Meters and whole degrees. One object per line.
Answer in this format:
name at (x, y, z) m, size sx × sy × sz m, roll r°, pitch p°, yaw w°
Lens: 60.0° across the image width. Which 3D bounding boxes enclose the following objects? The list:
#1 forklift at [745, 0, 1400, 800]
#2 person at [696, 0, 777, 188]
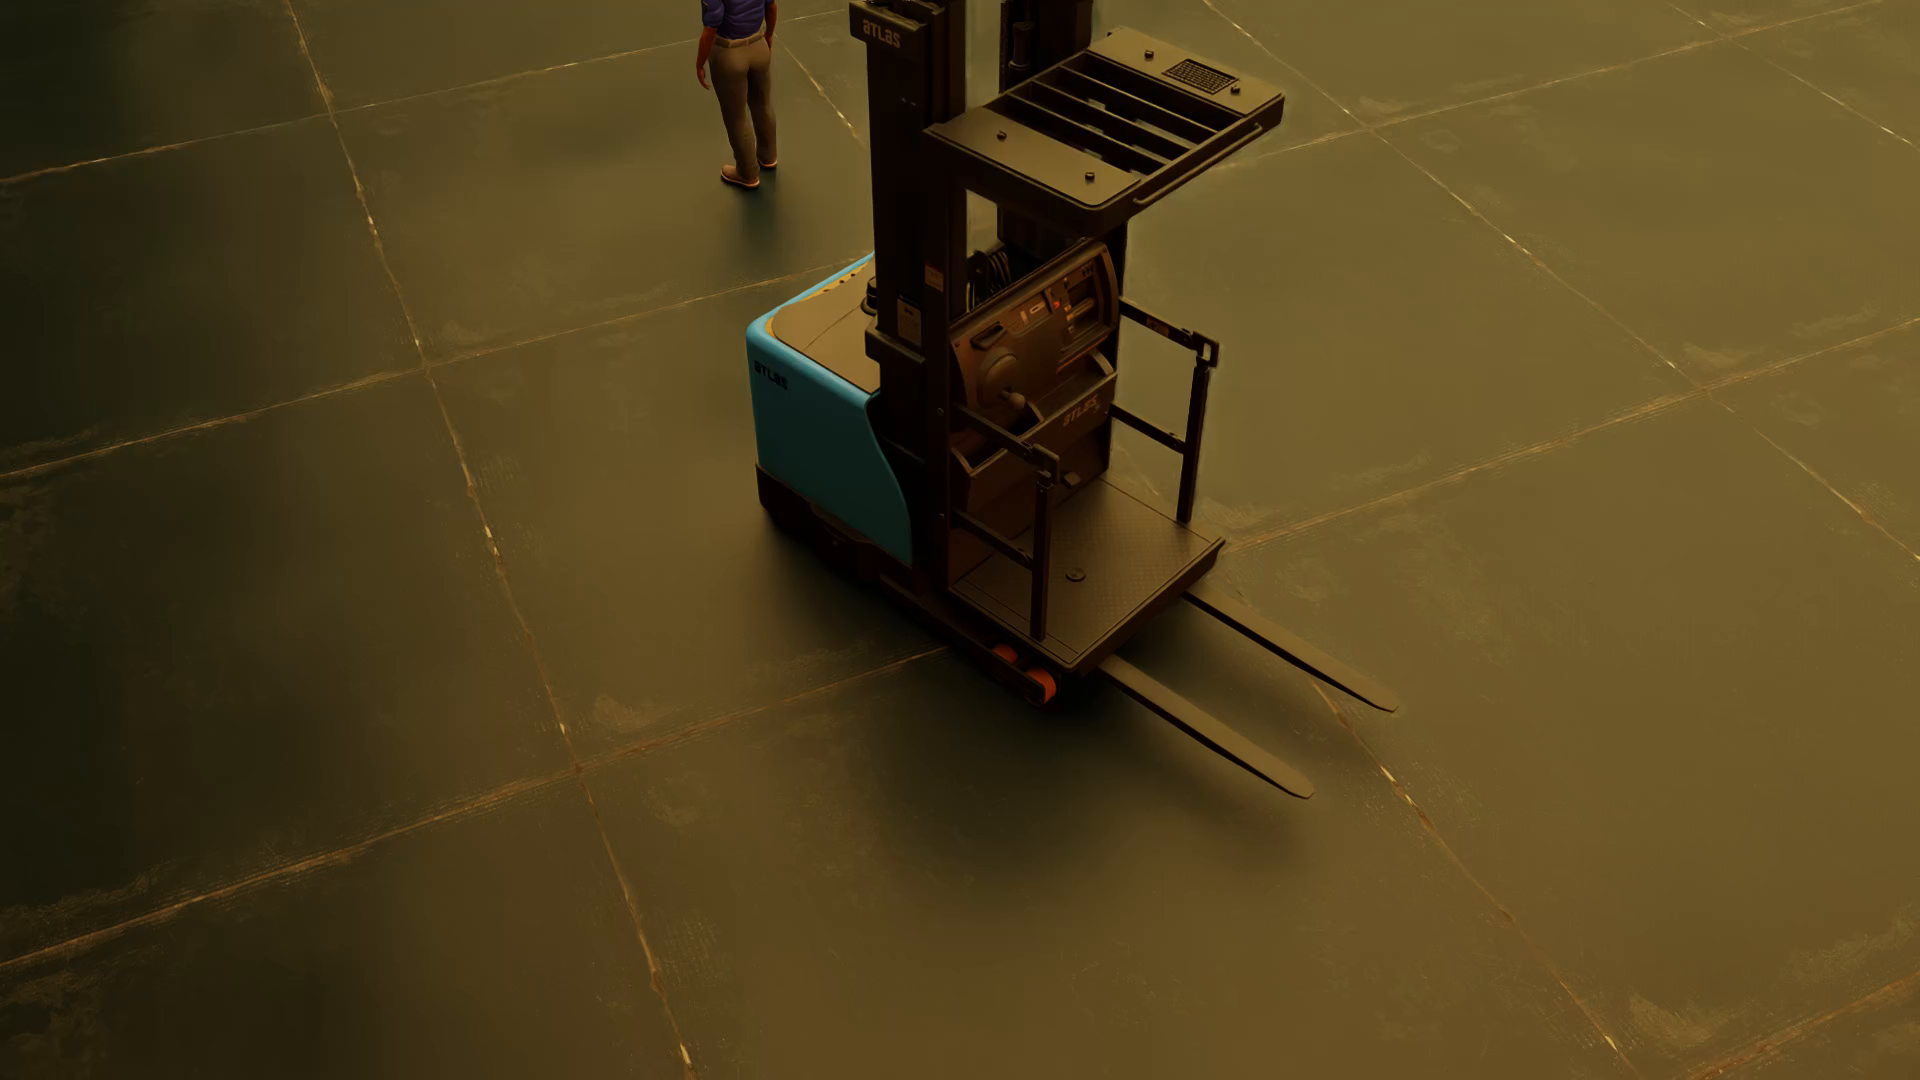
forklift at (0.463, -0.777, 6.512) m, size 3.031 × 2.935 × 1.130 m, roll 32°, pitch 52°, yaw 30°
person at (-1.316, -2.827, 9.634) m, size 0.569 × 1.656 × 0.503 m, roll -31°, pitch 51°, yaw -29°
